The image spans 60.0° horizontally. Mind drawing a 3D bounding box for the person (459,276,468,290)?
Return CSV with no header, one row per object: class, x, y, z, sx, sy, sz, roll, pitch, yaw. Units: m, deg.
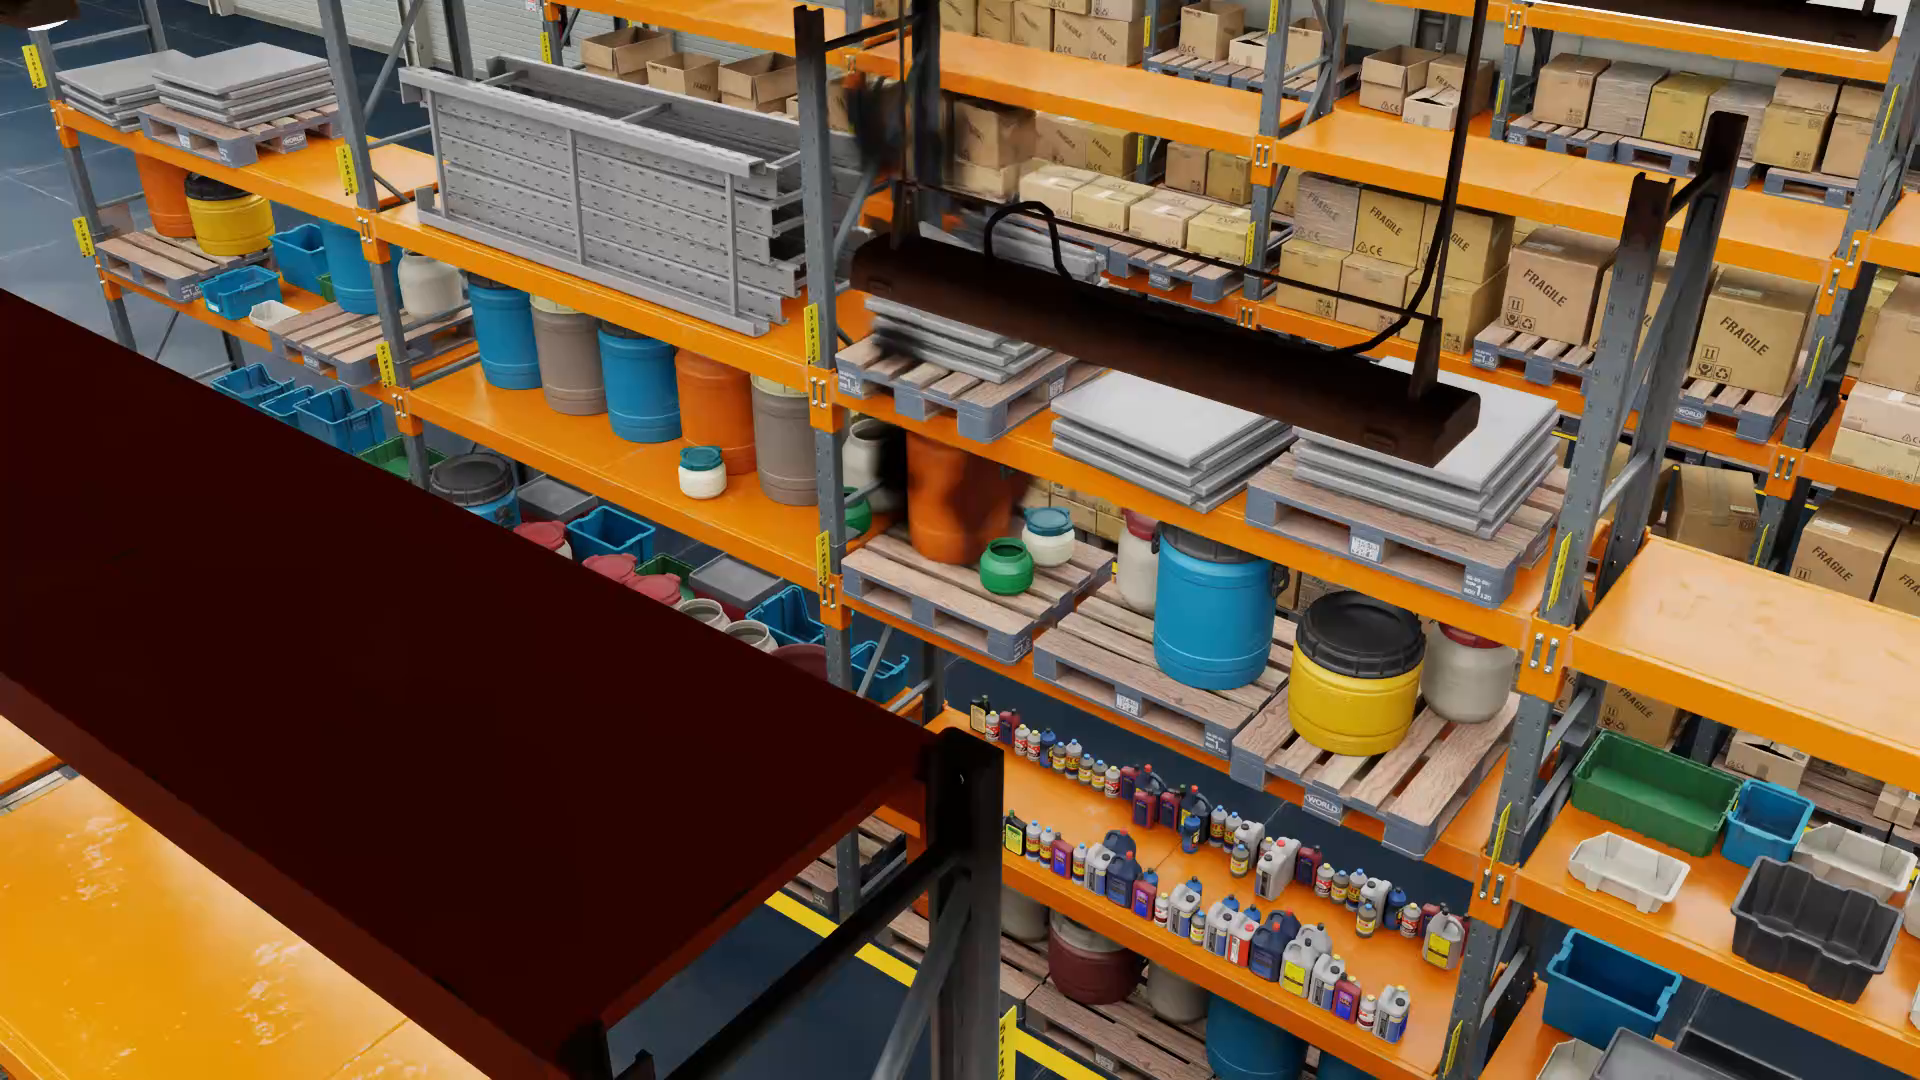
person,-5.846,-3.279,18.935,0.953,1.778,0.670,-15,34,-22
